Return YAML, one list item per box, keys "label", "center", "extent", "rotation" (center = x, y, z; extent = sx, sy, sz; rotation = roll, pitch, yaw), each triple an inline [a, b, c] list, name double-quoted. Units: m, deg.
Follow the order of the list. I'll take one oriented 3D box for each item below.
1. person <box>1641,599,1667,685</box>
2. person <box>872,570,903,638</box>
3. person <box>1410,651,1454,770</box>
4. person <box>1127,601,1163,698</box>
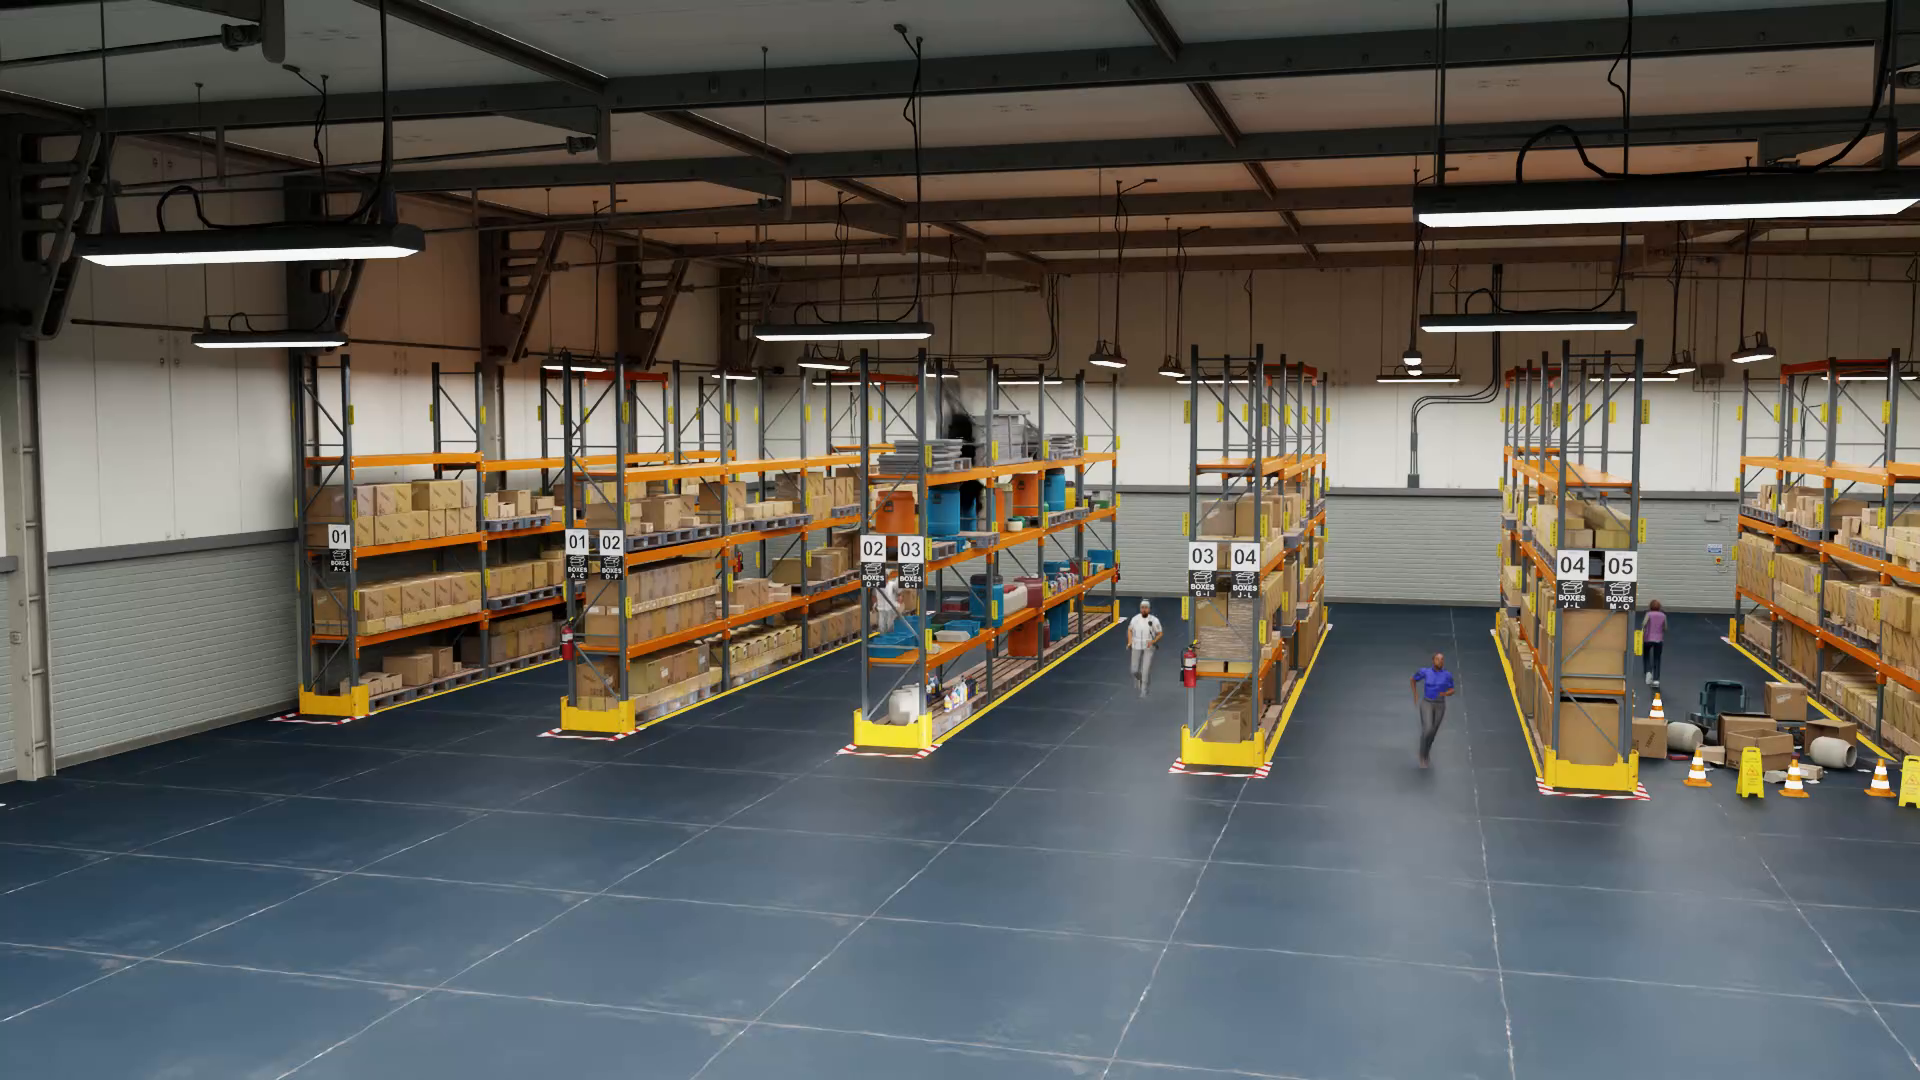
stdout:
- label: "person"
  center: [12.854, 1.890, 30.854]
  extent: [0.504, 1.585, 0.732]
  rotation: [1, 4, 12]
- label: "person"
  center: [-1.545, 1.490, 35.306]
  extent: [0.685, 1.756, 0.679]
  rotation: [1, 4, 16]
- label: "person"
  center: [6.750, 2.429, 23.743]
  extent: [0.561, 1.704, 0.707]
  rotation: [0, 4, -1]
- label: "person"
  center: [3.093, 1.829, 27.934]
  extent: [0.621, 1.621, 0.554]
  rotation: [1, 5, 18]
